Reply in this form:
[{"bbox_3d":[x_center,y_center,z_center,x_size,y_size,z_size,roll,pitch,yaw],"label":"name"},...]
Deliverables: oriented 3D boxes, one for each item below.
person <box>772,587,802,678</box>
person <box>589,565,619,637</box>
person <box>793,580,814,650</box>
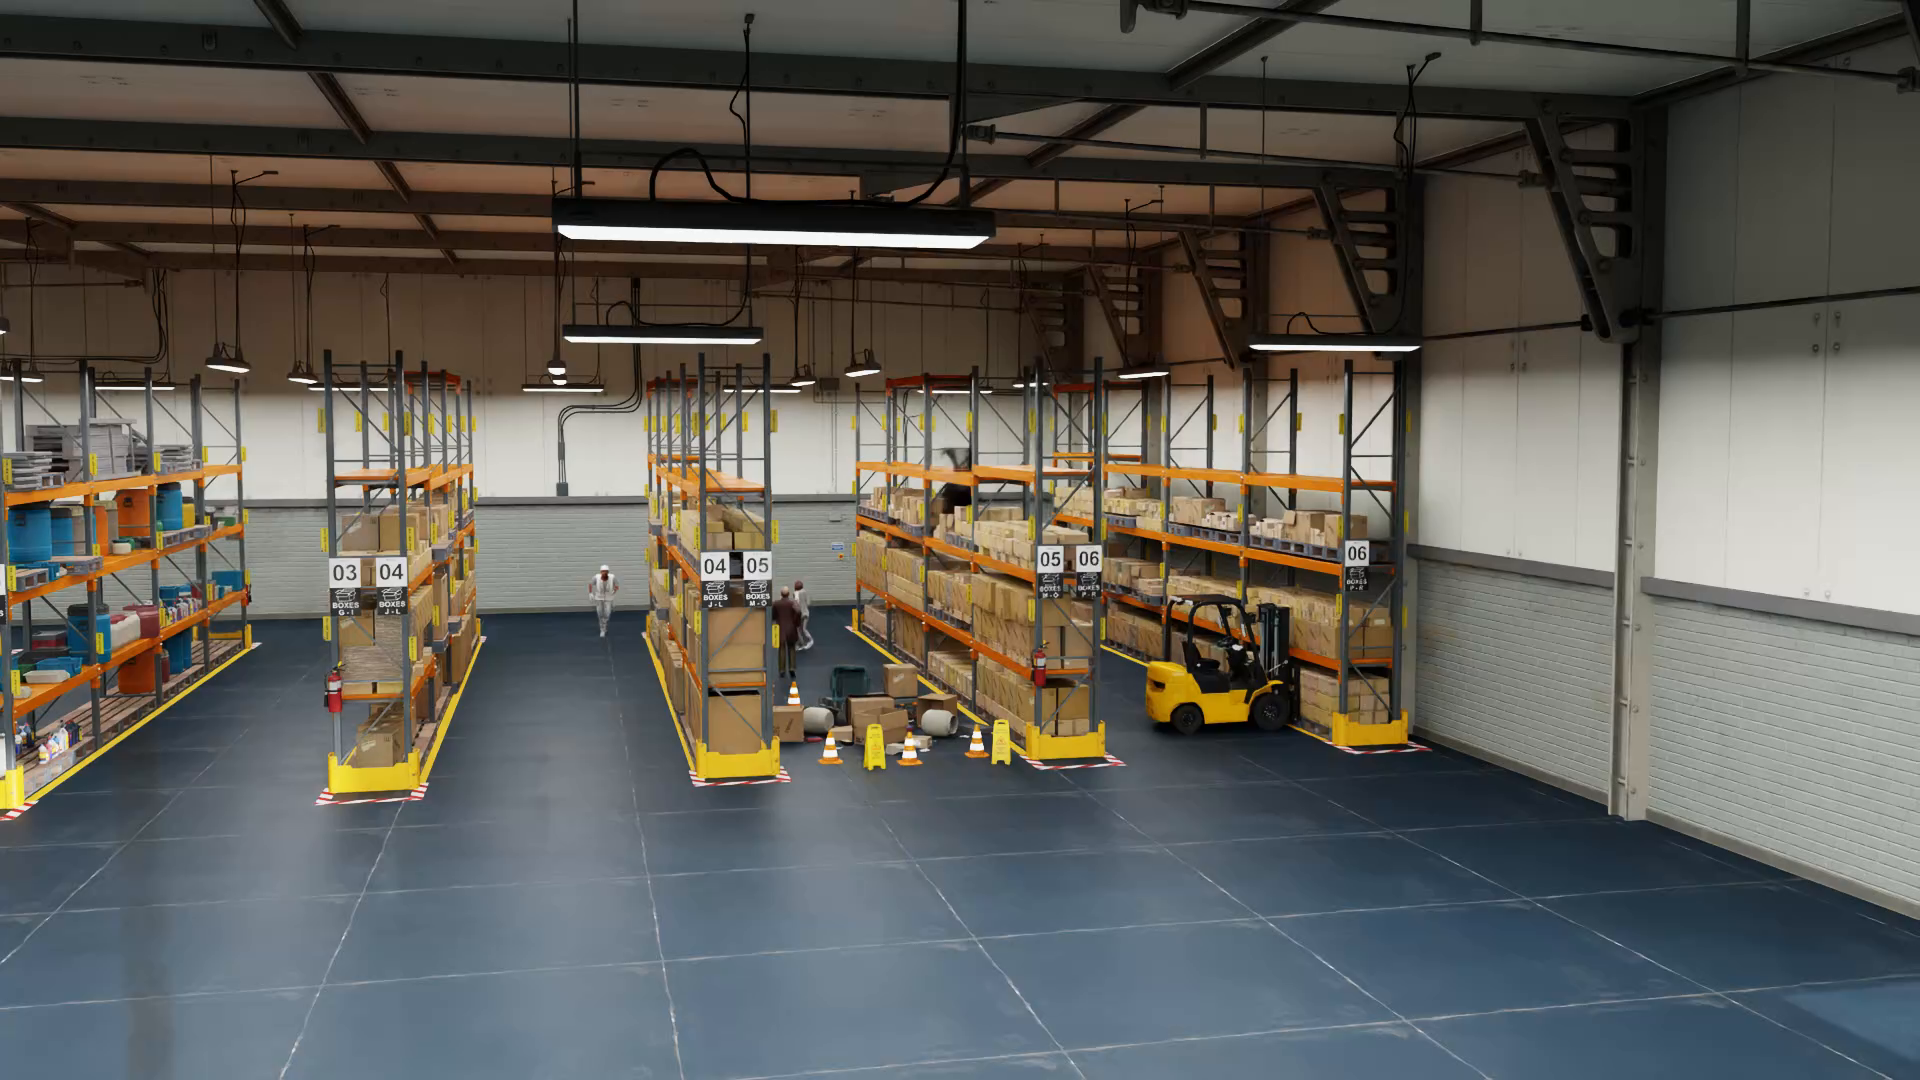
[{"bbox_3d":[-3.433,1.832,32.625,0.666,1.839,0.857,0,4,-3],"label":"person"},{"bbox_3d":[-8.419,1.431,39.322,0.682,1.705,0.756,-1,4,-18],"label":"person"},{"bbox_3d":[-3.415,1.675,36.587,0.526,1.568,0.727,-4,5,-43],"label":"person"}]
